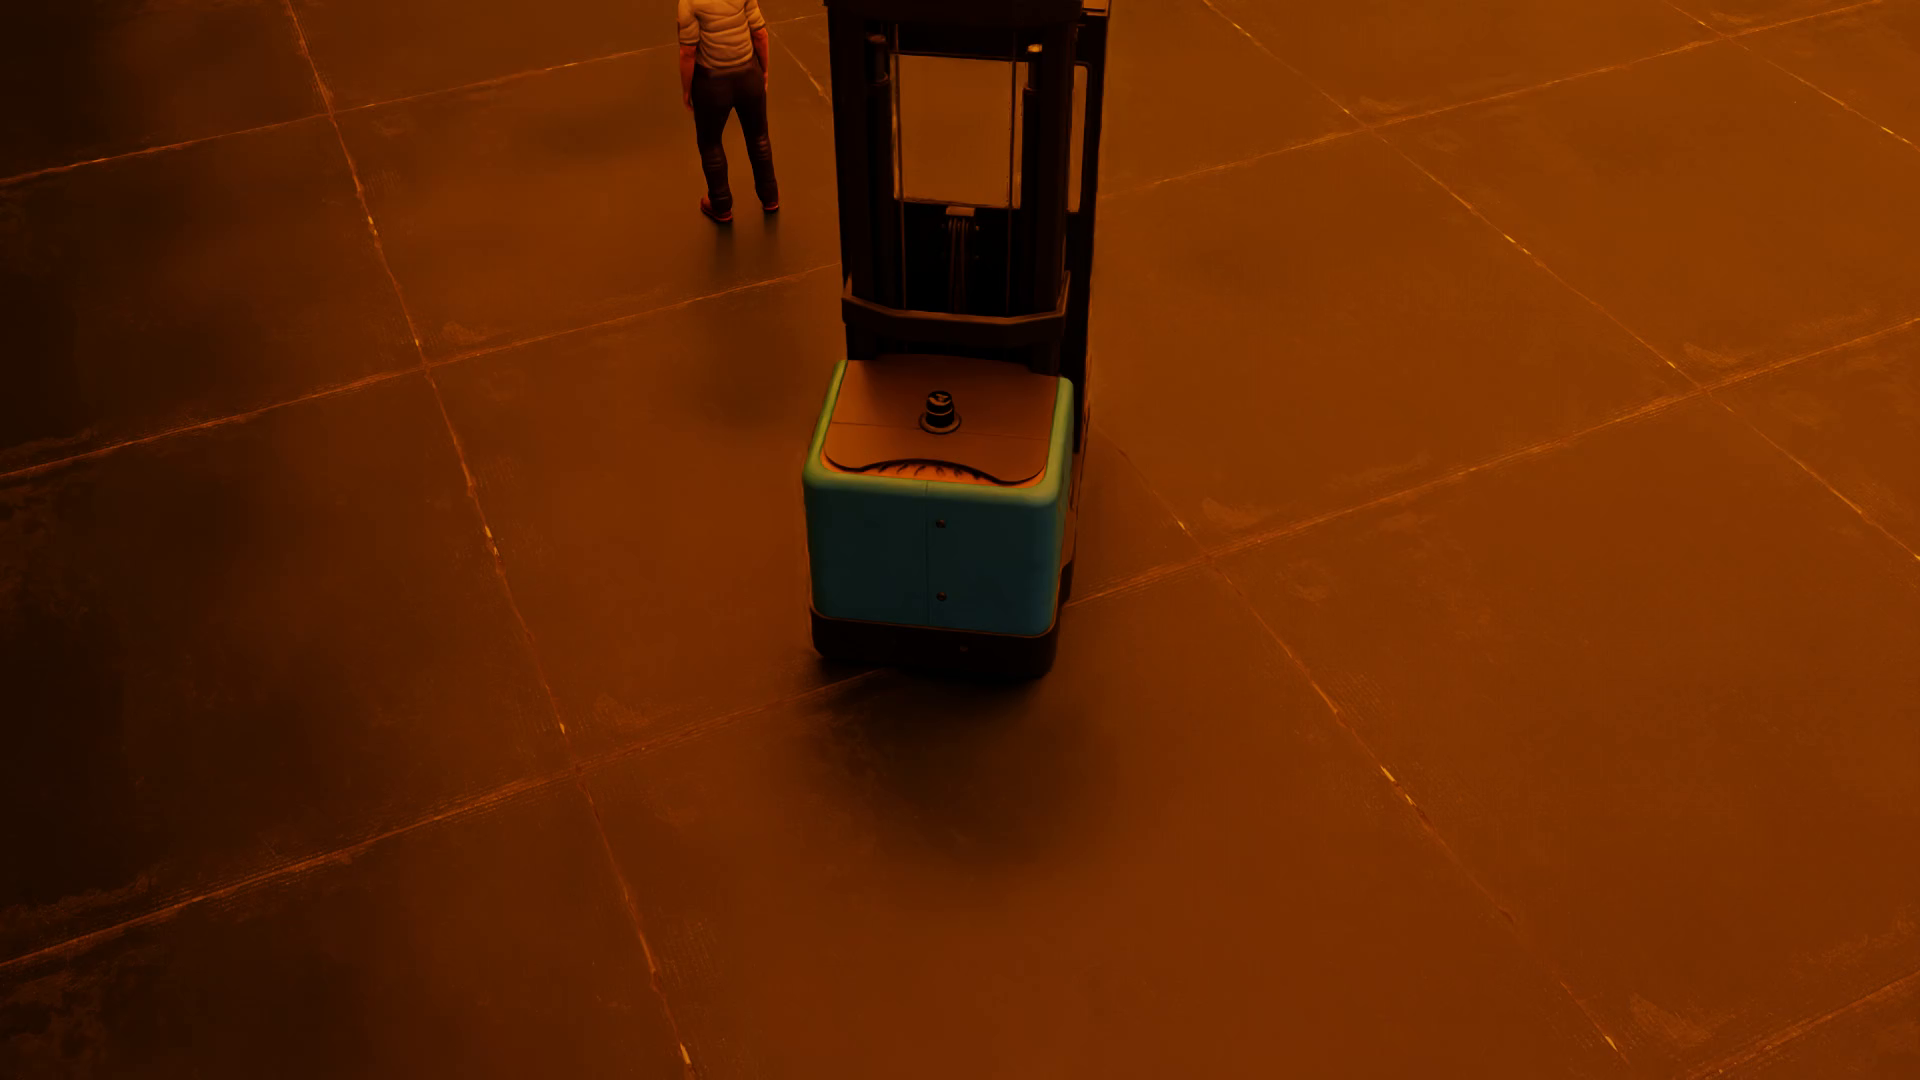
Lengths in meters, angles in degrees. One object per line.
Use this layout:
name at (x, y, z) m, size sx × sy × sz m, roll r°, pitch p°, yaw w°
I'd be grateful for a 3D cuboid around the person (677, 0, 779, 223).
person at (-1.310, -2.576, 9.381) m, size 0.549 × 1.650 × 0.374 m, roll -18°, pitch 46°, yaw -18°

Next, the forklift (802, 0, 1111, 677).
forklift at (0.061, -1.498, 7.285) m, size 1.130 × 2.935 × 3.031 m, roll 5°, pitch 43°, yaw 5°
